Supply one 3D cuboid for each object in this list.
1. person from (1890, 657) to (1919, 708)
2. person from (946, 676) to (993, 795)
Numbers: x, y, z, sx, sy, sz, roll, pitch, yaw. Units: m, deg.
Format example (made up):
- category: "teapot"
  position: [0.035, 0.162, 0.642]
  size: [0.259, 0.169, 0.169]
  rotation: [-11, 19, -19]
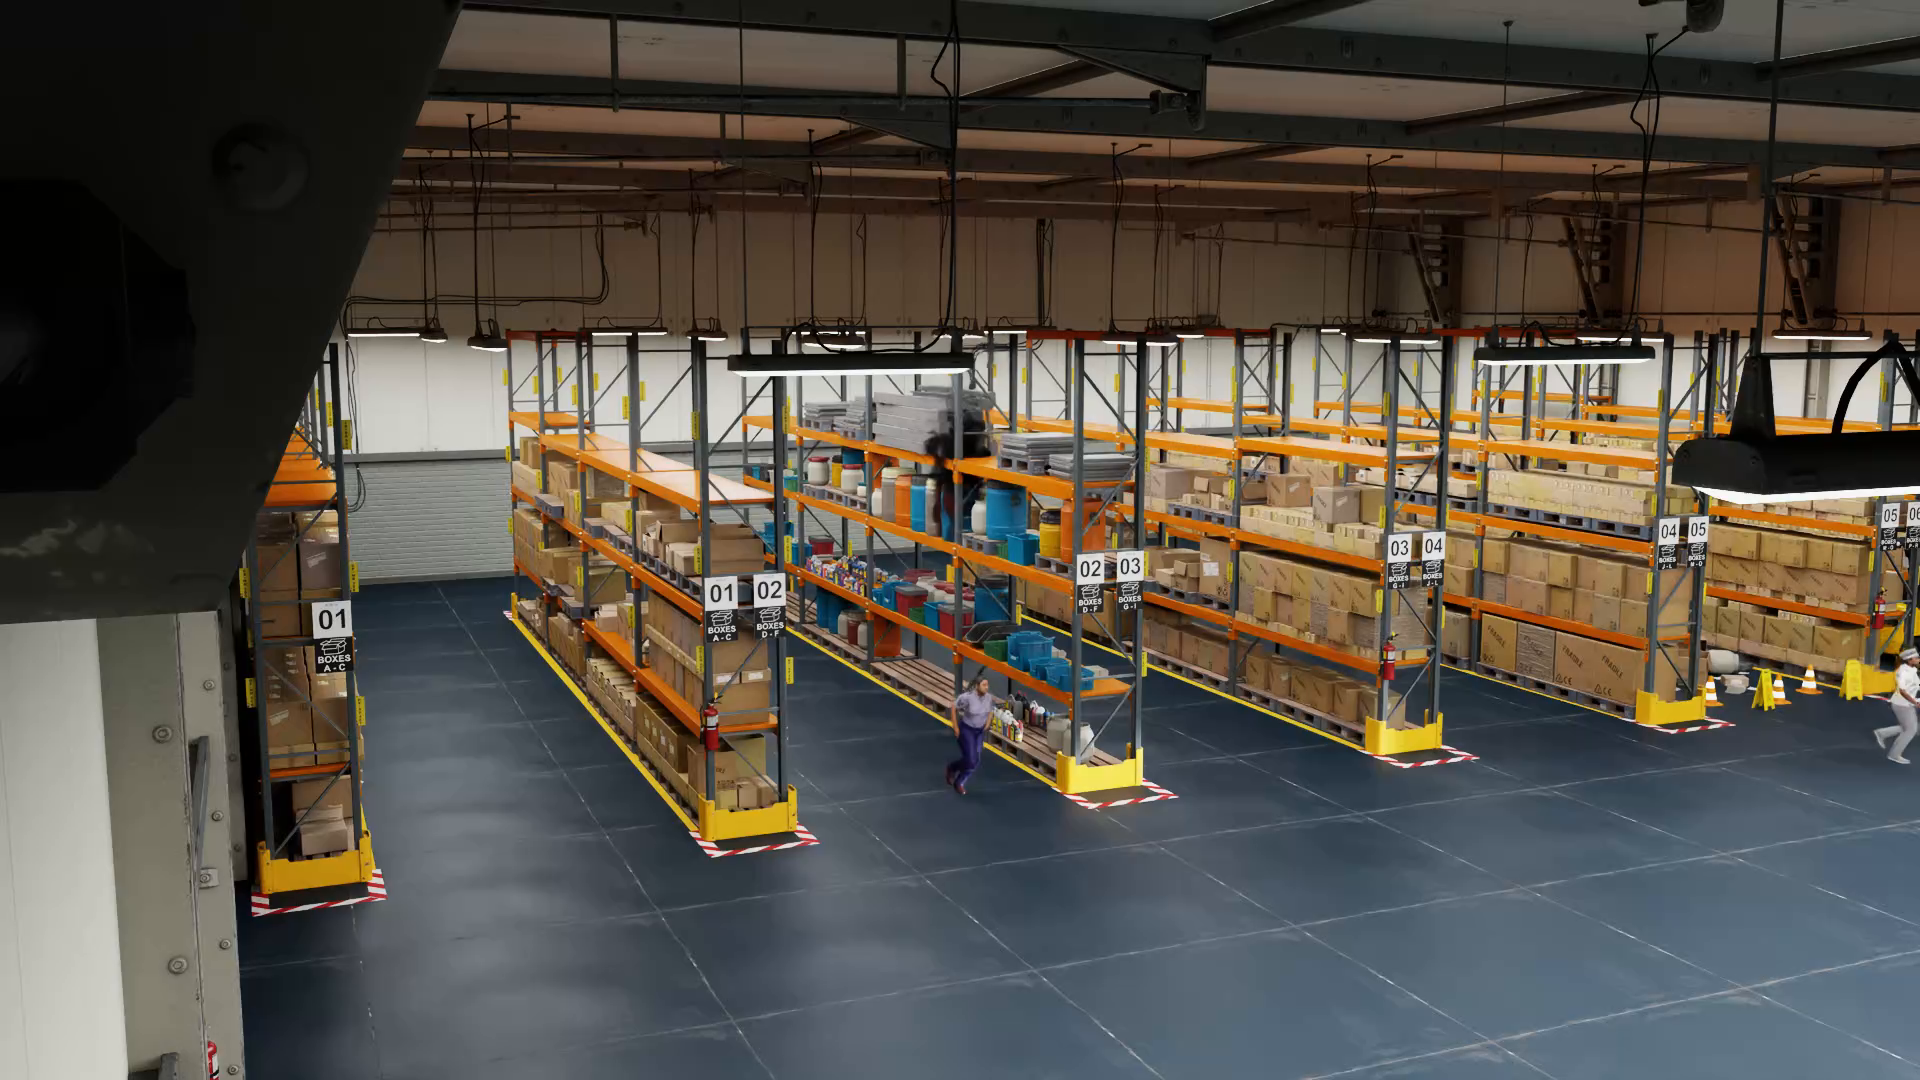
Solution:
- category: "person"
  position: [13.411, 1.976, 23.470]
  size: [0.447, 0.859, 0.593]
  rotation: [5, 9, 30]
- category: "person"
  position: [6.237, 1.892, 27.122]
  size: [16.357, 1.586, 0.679]
  rotation: [-6, 10, -39]
